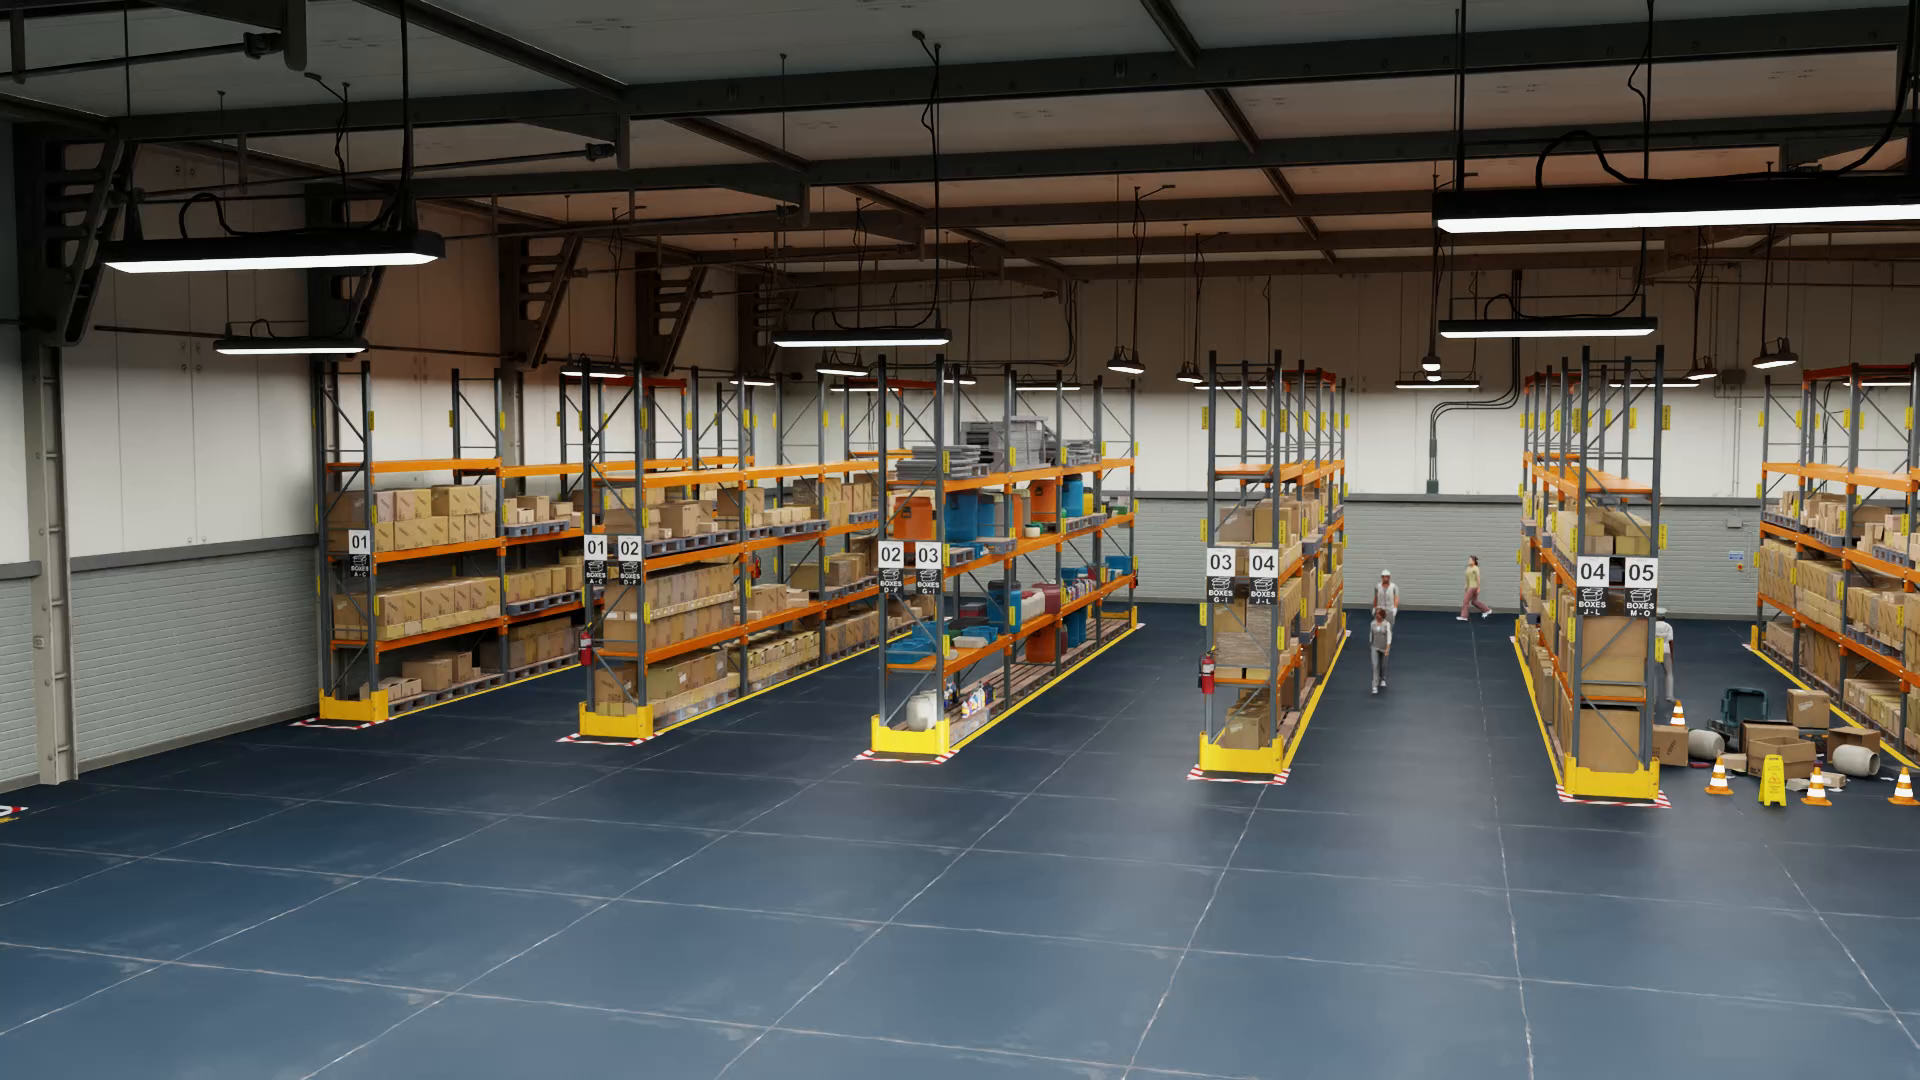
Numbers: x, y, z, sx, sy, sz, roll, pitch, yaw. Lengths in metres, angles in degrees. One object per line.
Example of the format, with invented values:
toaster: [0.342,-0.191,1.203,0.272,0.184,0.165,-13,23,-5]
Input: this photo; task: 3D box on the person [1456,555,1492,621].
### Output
person: [12.893,1.198,41.677,0.933,1.637,0.438,0,4,2]

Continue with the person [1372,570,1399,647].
person: [9.260,1.522,36.151,0.560,1.721,1.050,1,4,12]

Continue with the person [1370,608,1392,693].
person: [7.756,2.016,30.683,0.394,1.539,0.972,1,4,15]

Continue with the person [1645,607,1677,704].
person: [12.502,2.069,29.574,0.582,1.695,0.454,2,4,21]
